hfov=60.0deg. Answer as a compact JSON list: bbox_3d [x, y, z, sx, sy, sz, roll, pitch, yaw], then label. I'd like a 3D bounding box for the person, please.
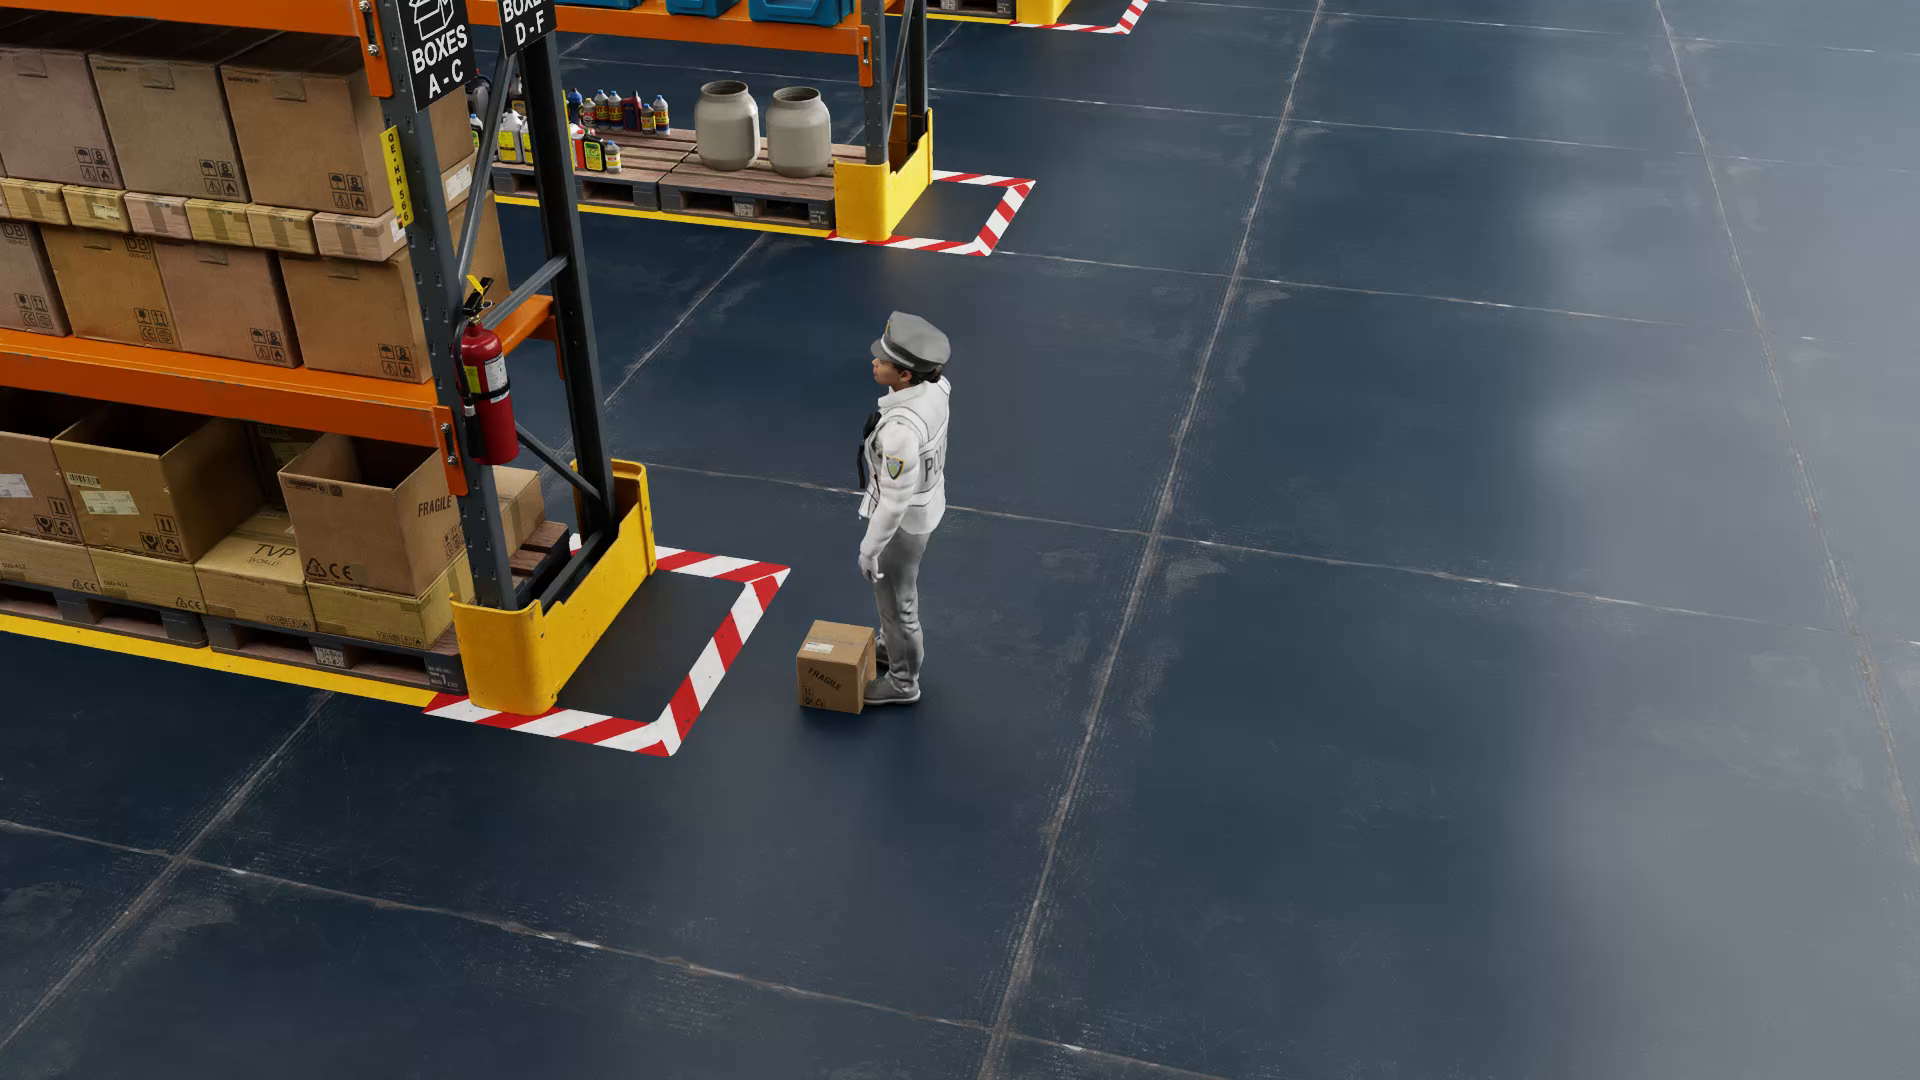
[{"bbox_3d":[-0.284,-0.092,6.233,0.532,1.695,0.587,8,34,12],"label":"person"}]
